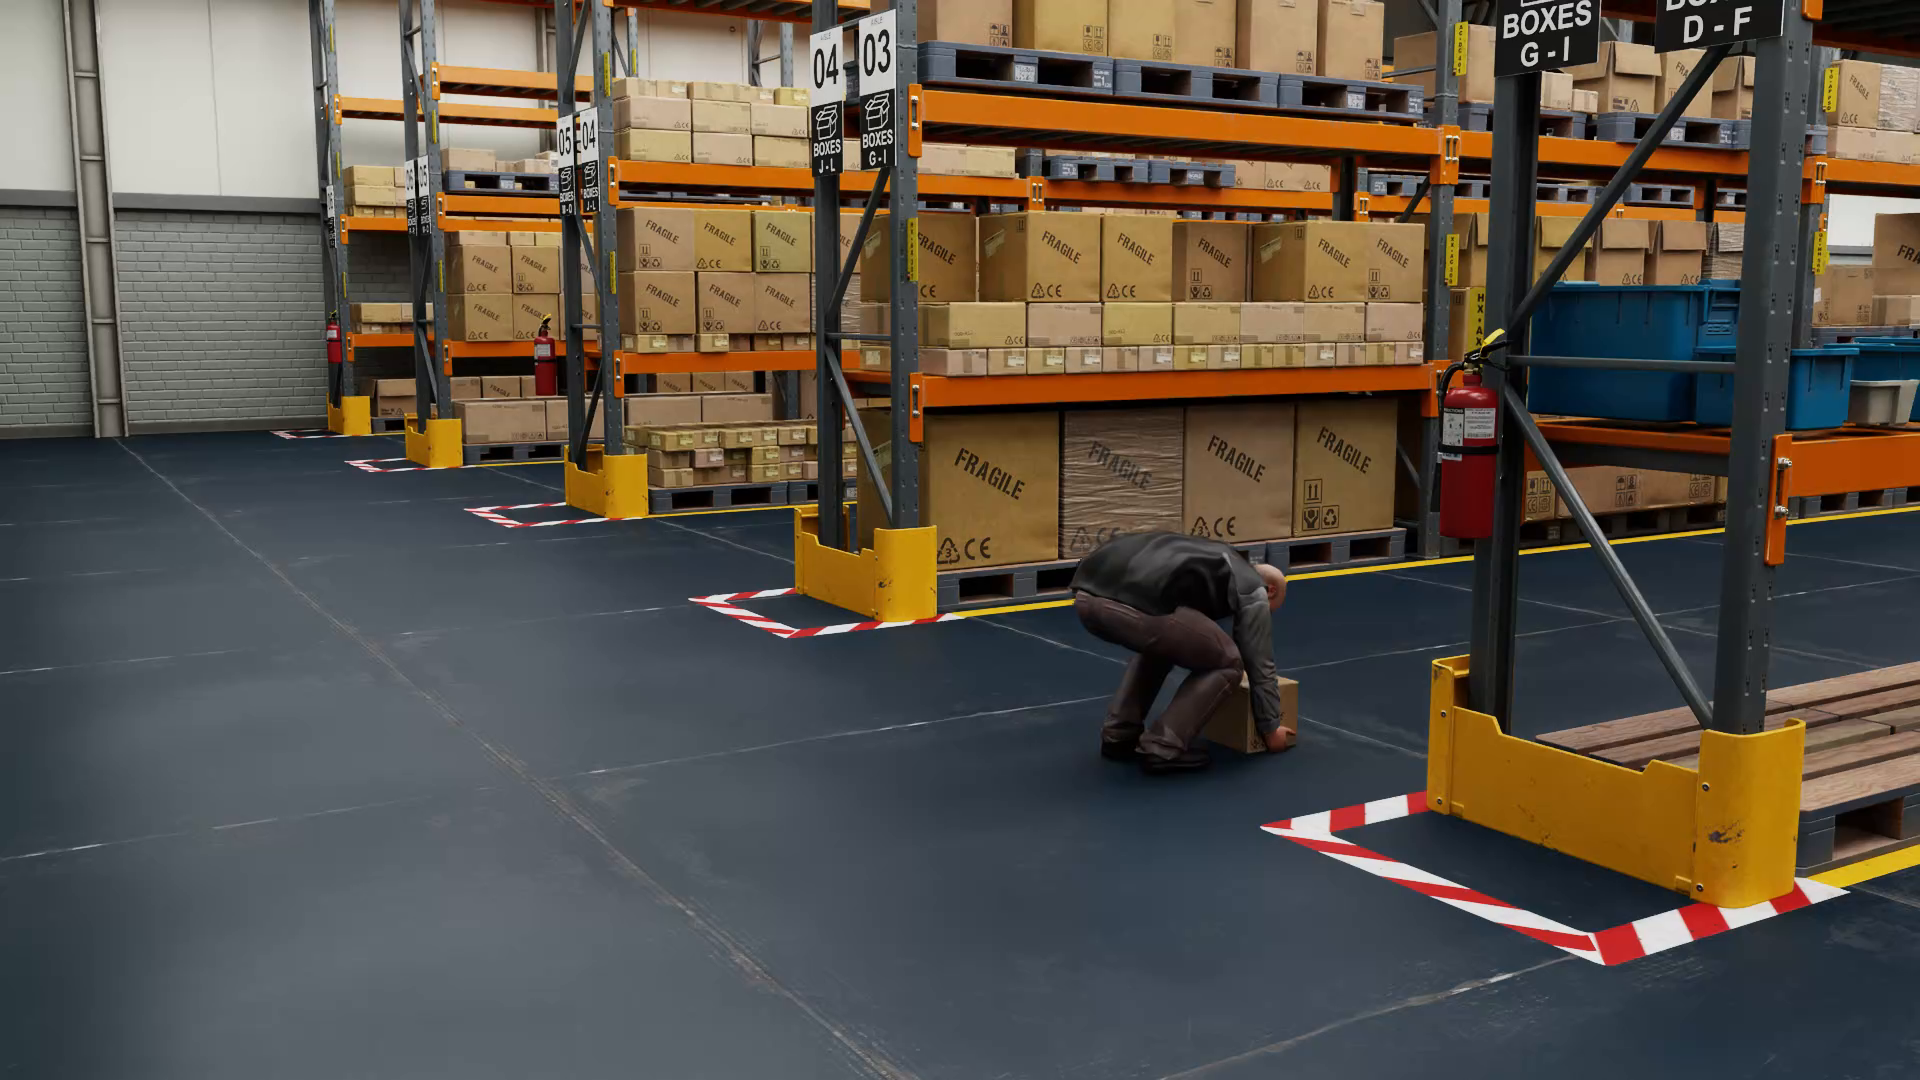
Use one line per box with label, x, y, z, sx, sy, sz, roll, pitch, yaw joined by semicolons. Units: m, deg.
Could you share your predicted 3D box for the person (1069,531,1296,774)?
person;0.858;0.391;6.251;0.952;0.884;0.519;-5;10;-33
